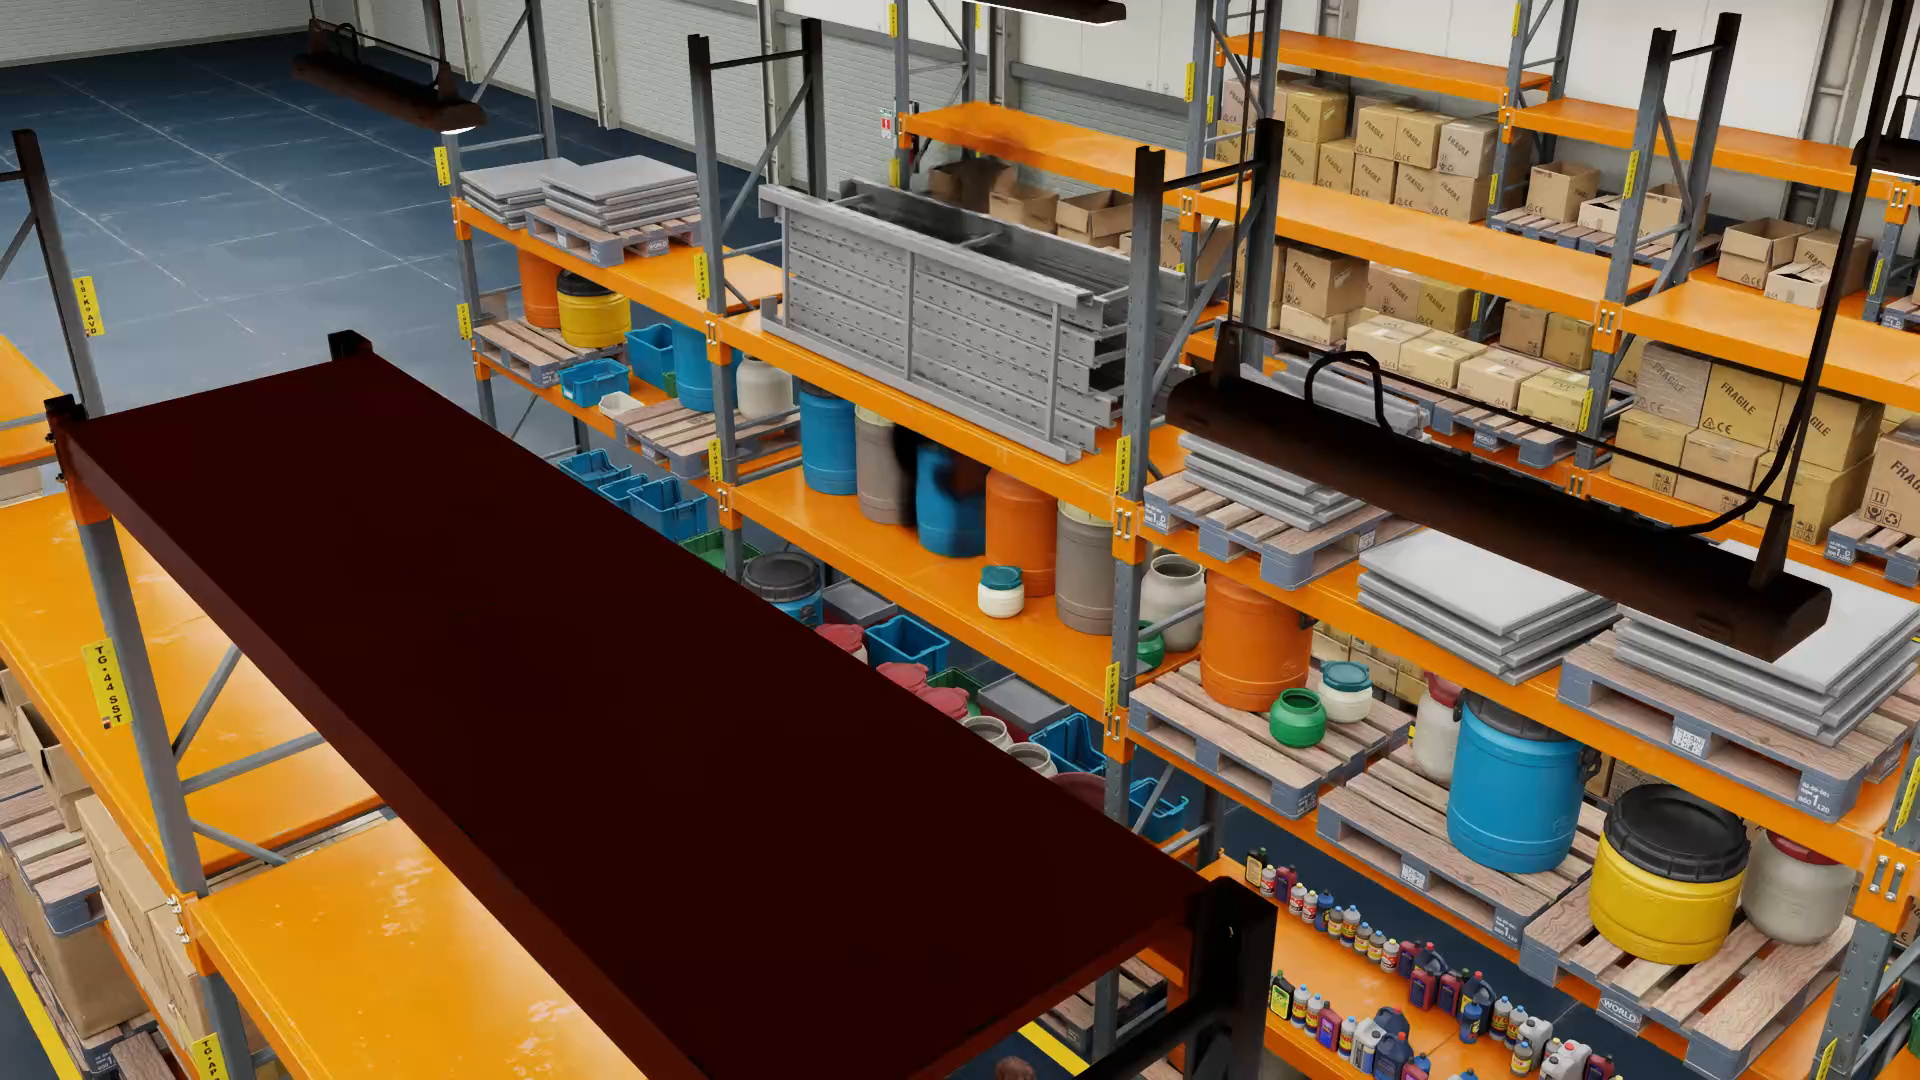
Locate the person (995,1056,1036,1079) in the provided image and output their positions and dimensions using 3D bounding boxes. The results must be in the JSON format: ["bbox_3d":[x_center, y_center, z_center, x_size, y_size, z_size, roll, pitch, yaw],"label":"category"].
[{"bbox_3d":[0.347,3.360,8.848,1.015,1.519,0.510,22,34,36],"label":"person"}]
